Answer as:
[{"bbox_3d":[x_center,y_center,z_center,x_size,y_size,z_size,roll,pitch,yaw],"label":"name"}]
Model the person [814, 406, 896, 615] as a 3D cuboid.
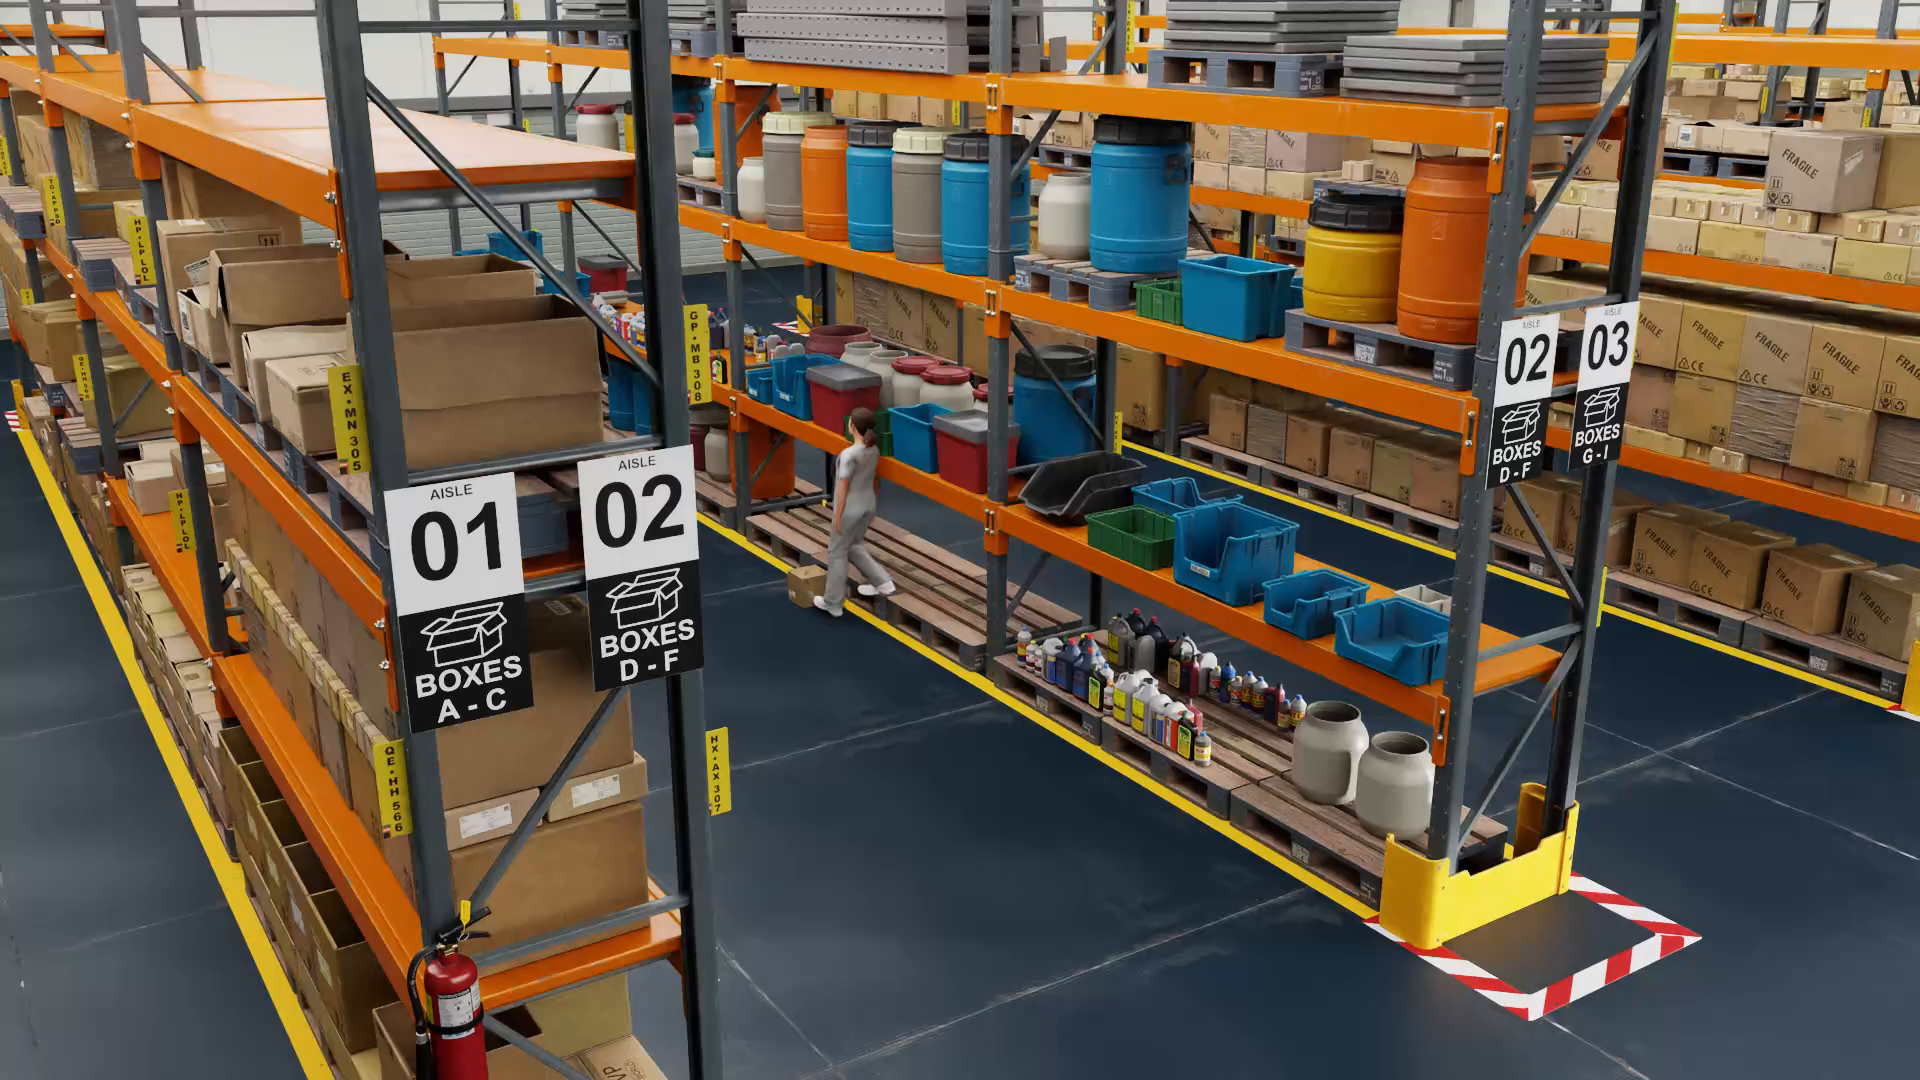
[{"bbox_3d":[-0.828,-0.204,12.742,0.667,1.618,0.455,15,23,39],"label":"person"}]
